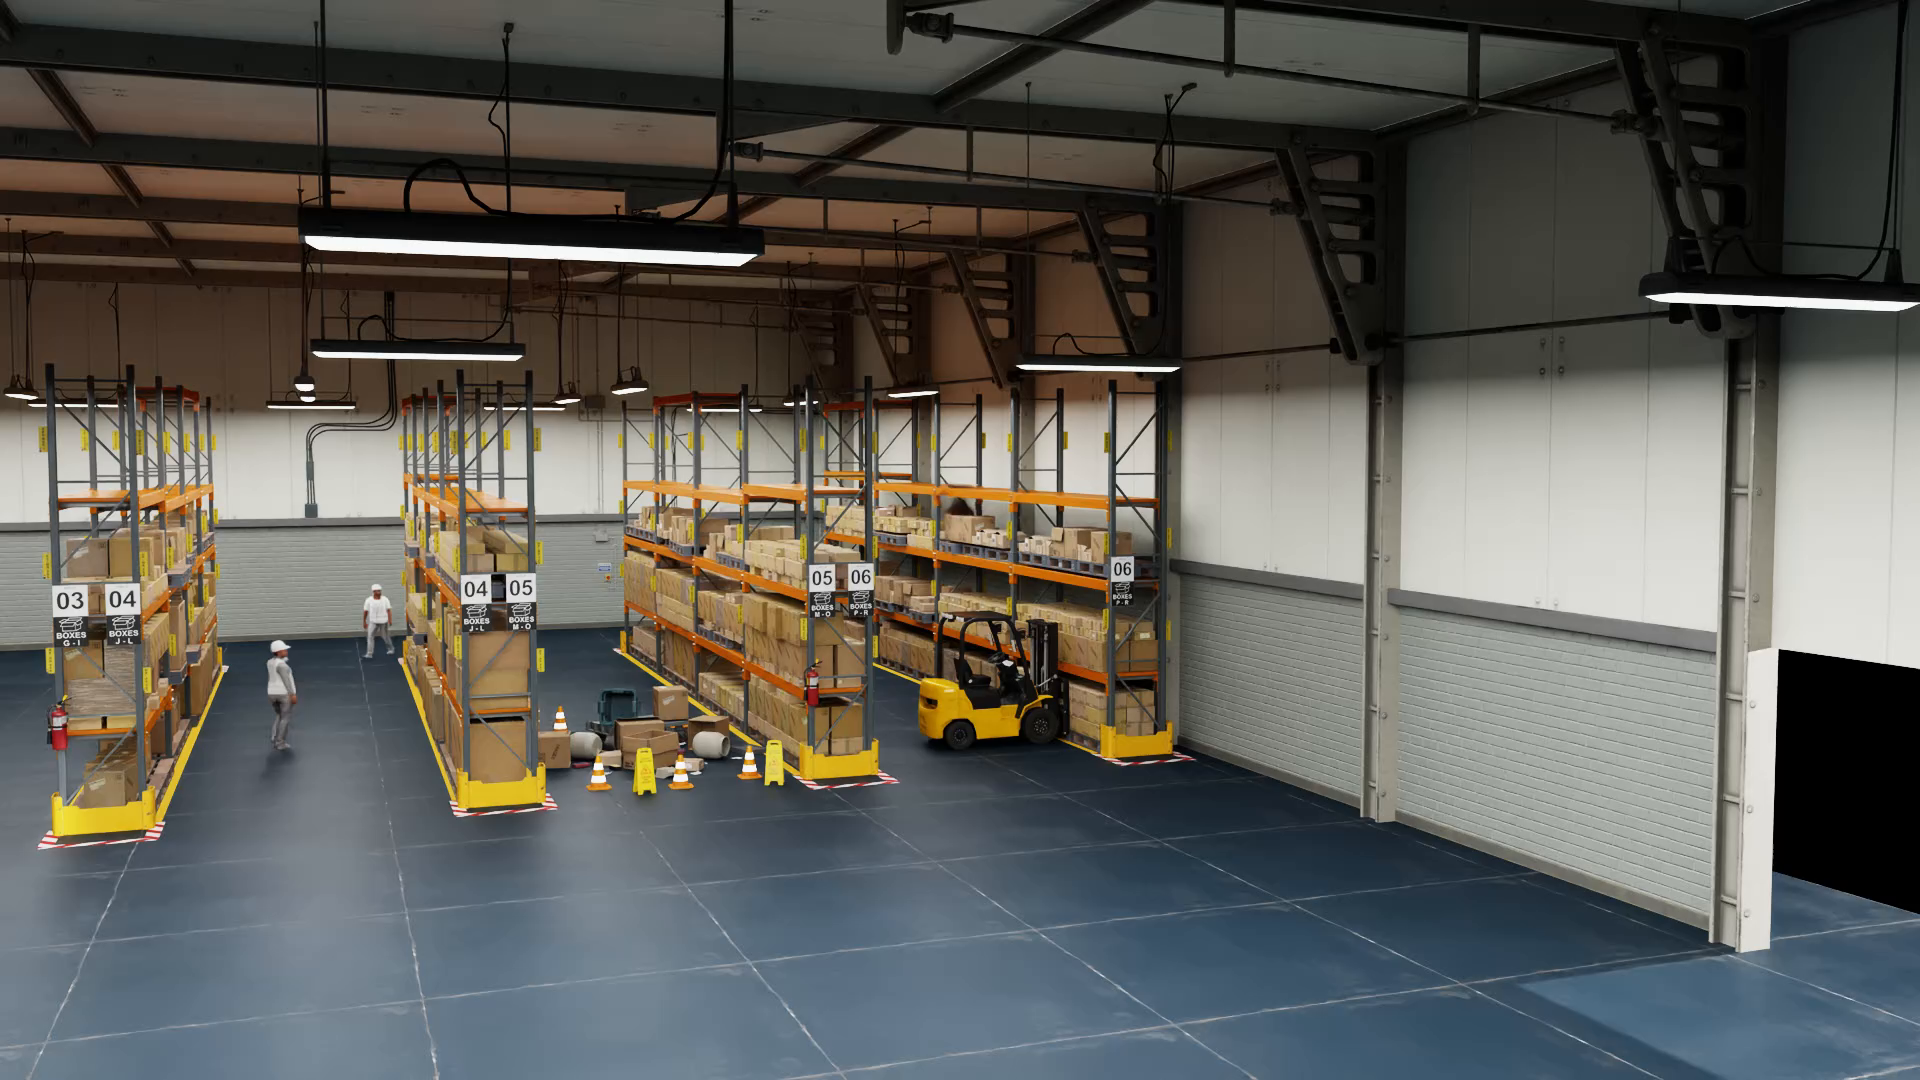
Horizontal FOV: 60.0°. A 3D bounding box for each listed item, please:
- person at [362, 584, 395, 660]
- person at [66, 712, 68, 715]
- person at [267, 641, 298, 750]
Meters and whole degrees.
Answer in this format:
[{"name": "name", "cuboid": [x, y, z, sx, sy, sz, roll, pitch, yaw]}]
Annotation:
[{"name": "person", "cuboid": [-13.521, 1.893, 38.618, 0.683, 1.726, 1.049, 0, 3, 8]}, {"name": "person", "cuboid": [-16.226, 2.350, 30.427, 0.372, 1.725, 0.576, -2, 4, -30]}, {"name": "person", "cuboid": [-11.057, 2.525, 27.121, 0.559, 1.793, 0.481, 1, 3, 16]}]
